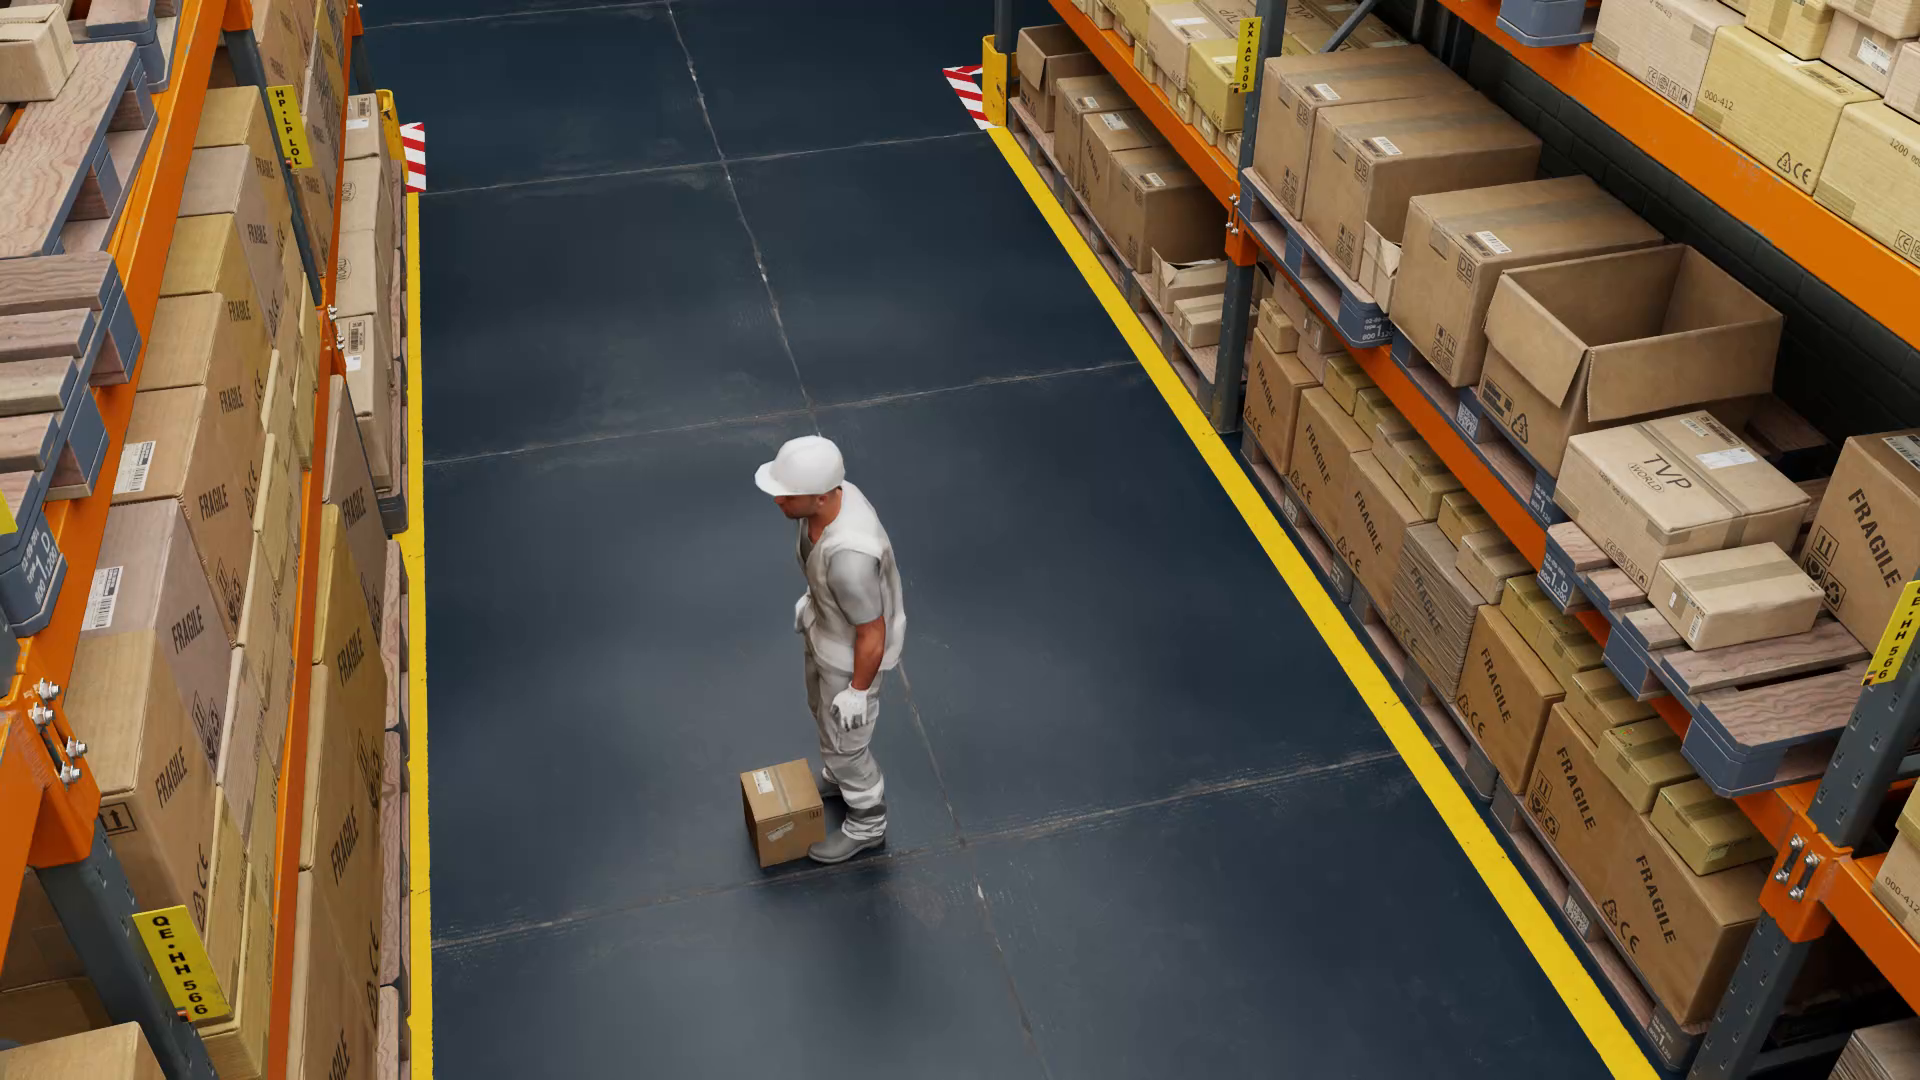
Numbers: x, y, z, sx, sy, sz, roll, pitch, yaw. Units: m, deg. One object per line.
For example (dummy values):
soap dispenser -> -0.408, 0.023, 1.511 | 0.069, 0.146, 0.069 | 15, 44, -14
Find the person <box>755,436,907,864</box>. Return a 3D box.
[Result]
person -> -0.425, 0.368, 5.667 | 0.453, 1.778, 0.614 | -12, 39, -15
